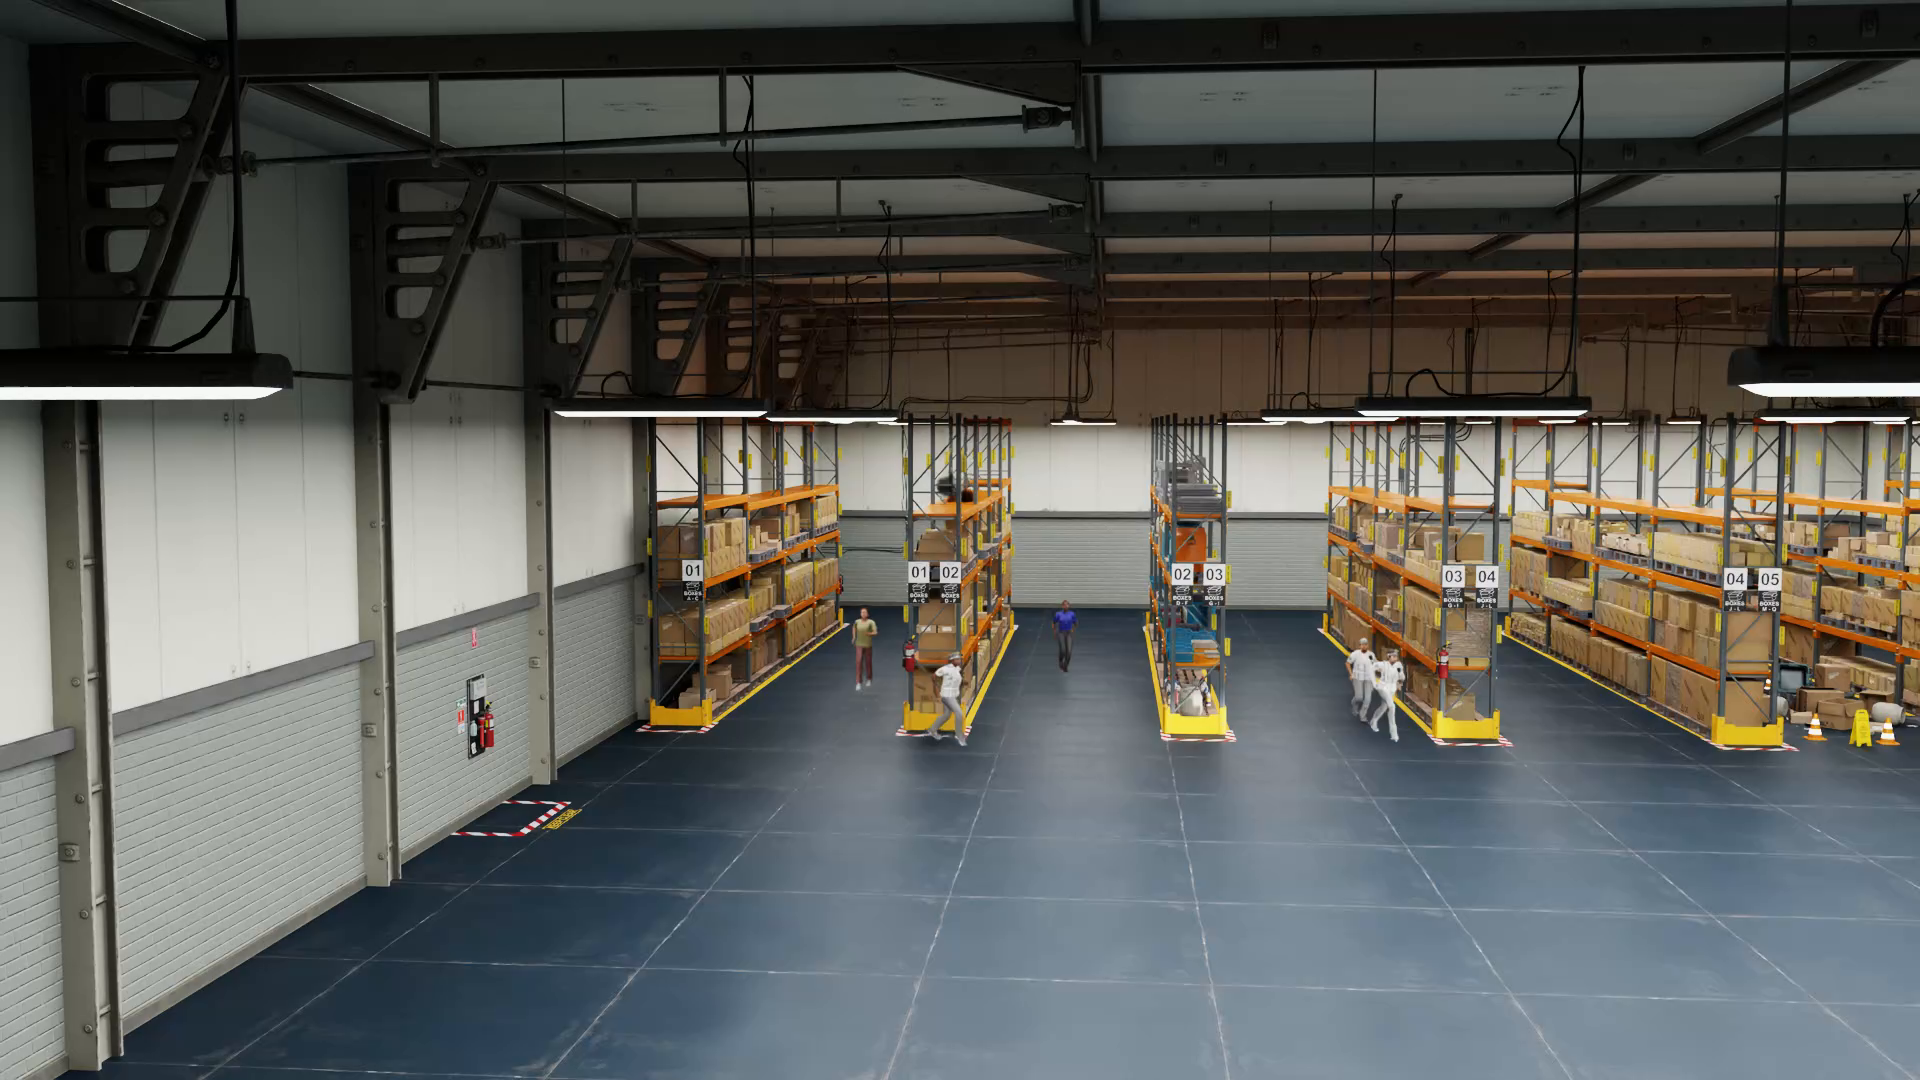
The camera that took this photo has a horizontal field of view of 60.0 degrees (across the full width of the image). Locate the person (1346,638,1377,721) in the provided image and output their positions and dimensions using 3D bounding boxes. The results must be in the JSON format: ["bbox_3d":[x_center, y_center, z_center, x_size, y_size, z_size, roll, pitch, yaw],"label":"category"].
[{"bbox_3d":[7.870,2.731,32.459,0.600,1.624,0.534,0,4,1],"label":"person"}]

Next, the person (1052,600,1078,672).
[{"bbox_3d":[2.353,2.149,37.094,0.582,1.604,0.508,0,4,-4],"label":"person"}]

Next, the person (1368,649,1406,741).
[{"bbox_3d":[7.892,2.822,30.846,0.609,1.688,0.916,-2,4,-23],"label":"person"}]

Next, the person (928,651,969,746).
[{"bbox_3d":[-0.225,2.865,30.126,0.848,1.736,0.599,2,4,31],"label":"person"}]

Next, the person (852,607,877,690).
[{"bbox_3d":[-2.002,2.247,34.763,0.564,1.687,0.828,0,4,6],"label":"person"}]
